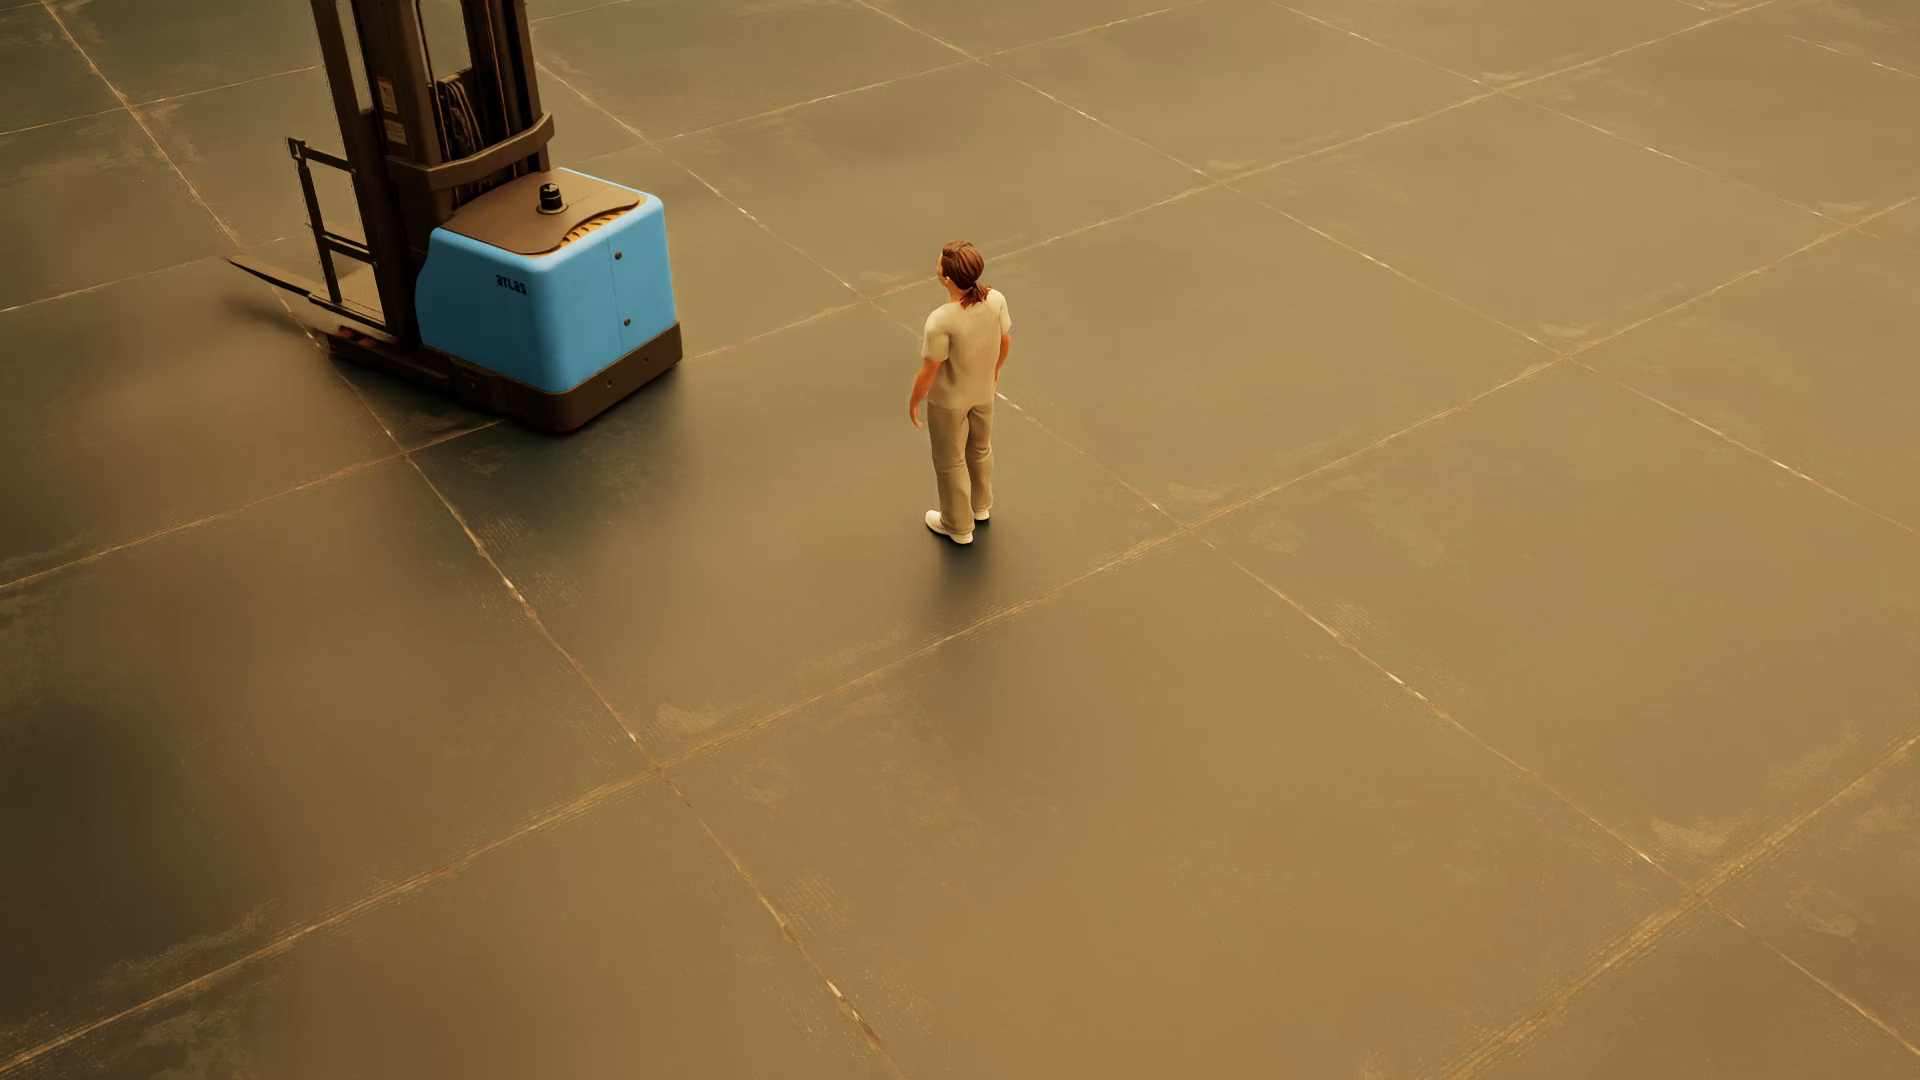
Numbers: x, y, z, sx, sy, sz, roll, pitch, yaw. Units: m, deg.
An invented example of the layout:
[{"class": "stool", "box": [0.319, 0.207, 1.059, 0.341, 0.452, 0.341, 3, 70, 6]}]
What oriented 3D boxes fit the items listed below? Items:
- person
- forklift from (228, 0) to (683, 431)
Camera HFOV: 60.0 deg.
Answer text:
[{"class": "person", "box": [-0.032, -0.720, 7.962, 0.549, 1.673, 0.548, -23, 42, -28]}, {"class": "forklift", "box": [-3.138, -2.440, 9.244, 3.031, 2.935, 1.130, 21, 41, 26]}]
